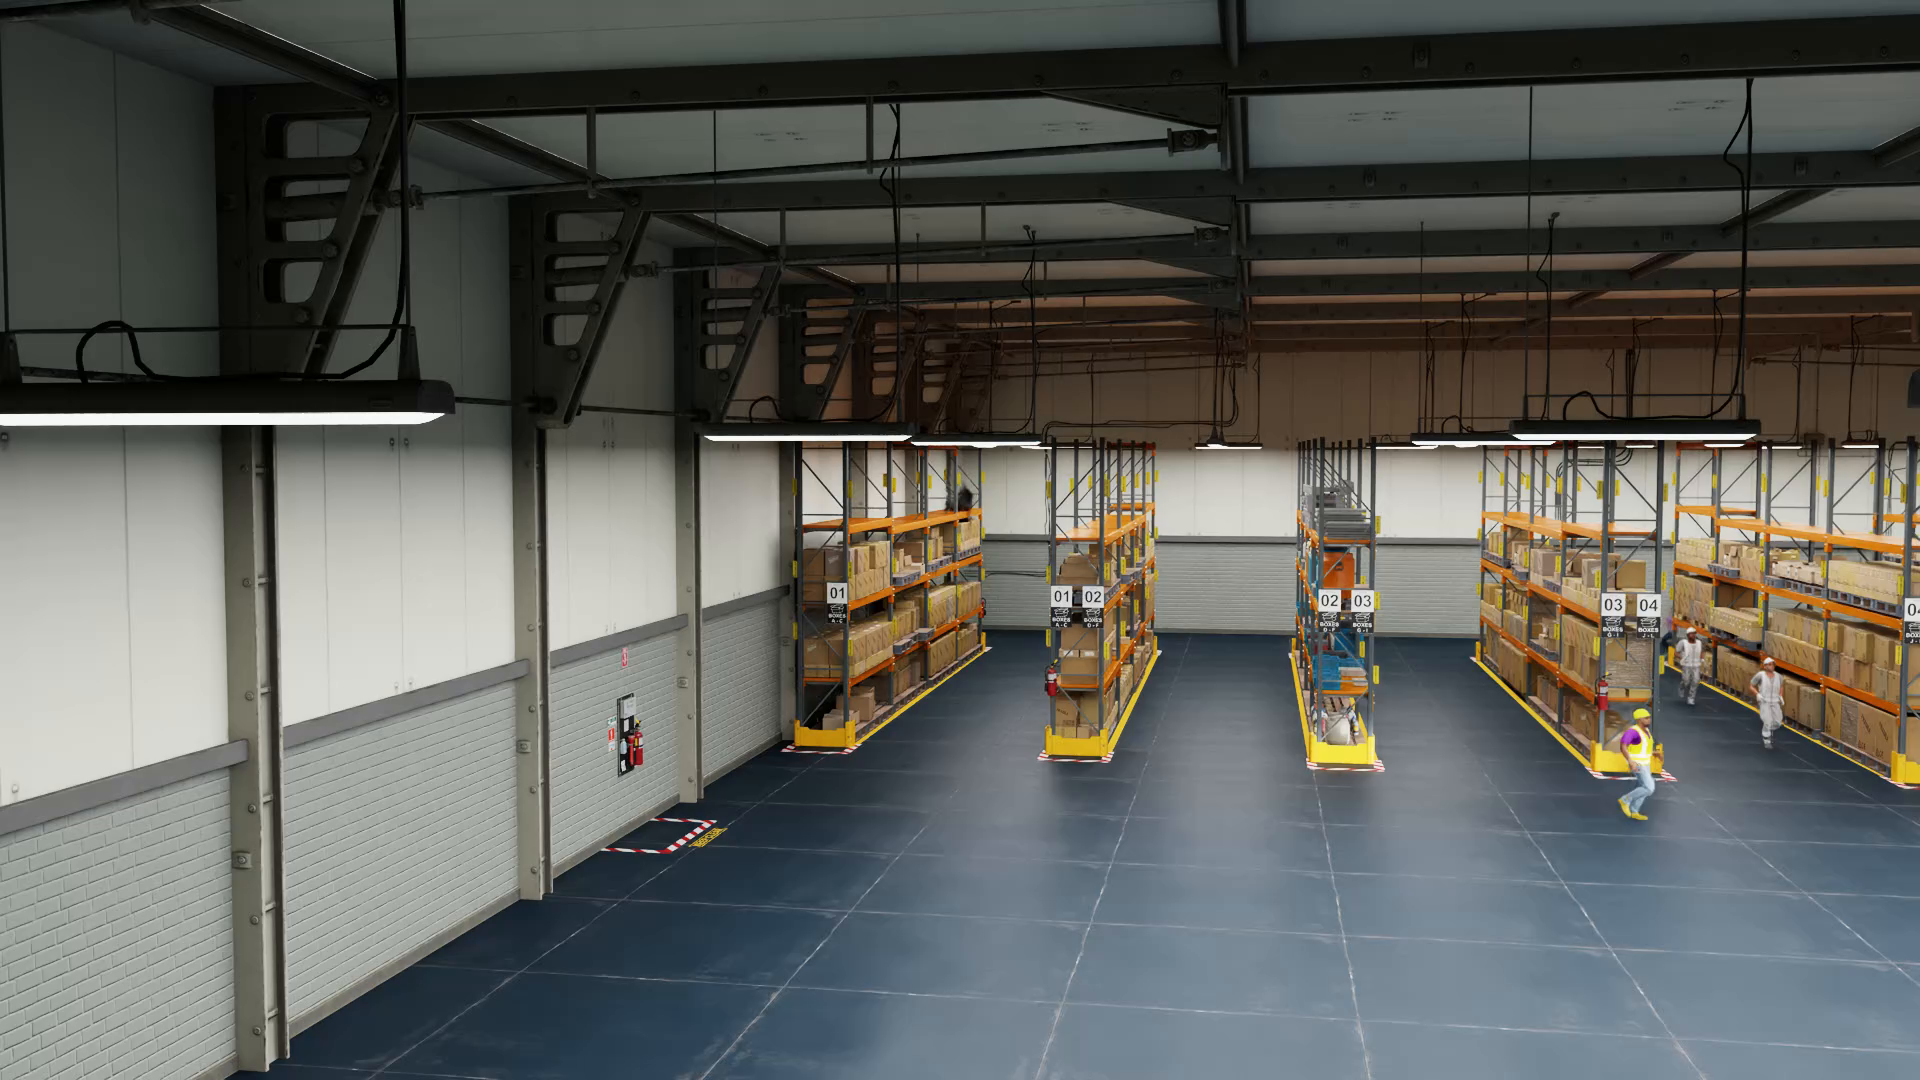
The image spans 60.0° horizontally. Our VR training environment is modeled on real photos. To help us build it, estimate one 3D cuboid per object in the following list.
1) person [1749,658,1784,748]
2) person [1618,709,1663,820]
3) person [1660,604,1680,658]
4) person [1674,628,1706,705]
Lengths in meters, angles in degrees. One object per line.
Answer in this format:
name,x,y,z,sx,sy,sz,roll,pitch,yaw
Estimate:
person,15.614,3.145,32.163,0.663,1.746,0.594,0,3,4
person,10.598,3.485,25.877,0.575,1.730,0.712,3,4,40
person,19.703,2.539,45.890,0.680,1.562,0.673,1,3,13
person,16.568,2.854,37.736,0.678,1.741,0.679,0,3,4
